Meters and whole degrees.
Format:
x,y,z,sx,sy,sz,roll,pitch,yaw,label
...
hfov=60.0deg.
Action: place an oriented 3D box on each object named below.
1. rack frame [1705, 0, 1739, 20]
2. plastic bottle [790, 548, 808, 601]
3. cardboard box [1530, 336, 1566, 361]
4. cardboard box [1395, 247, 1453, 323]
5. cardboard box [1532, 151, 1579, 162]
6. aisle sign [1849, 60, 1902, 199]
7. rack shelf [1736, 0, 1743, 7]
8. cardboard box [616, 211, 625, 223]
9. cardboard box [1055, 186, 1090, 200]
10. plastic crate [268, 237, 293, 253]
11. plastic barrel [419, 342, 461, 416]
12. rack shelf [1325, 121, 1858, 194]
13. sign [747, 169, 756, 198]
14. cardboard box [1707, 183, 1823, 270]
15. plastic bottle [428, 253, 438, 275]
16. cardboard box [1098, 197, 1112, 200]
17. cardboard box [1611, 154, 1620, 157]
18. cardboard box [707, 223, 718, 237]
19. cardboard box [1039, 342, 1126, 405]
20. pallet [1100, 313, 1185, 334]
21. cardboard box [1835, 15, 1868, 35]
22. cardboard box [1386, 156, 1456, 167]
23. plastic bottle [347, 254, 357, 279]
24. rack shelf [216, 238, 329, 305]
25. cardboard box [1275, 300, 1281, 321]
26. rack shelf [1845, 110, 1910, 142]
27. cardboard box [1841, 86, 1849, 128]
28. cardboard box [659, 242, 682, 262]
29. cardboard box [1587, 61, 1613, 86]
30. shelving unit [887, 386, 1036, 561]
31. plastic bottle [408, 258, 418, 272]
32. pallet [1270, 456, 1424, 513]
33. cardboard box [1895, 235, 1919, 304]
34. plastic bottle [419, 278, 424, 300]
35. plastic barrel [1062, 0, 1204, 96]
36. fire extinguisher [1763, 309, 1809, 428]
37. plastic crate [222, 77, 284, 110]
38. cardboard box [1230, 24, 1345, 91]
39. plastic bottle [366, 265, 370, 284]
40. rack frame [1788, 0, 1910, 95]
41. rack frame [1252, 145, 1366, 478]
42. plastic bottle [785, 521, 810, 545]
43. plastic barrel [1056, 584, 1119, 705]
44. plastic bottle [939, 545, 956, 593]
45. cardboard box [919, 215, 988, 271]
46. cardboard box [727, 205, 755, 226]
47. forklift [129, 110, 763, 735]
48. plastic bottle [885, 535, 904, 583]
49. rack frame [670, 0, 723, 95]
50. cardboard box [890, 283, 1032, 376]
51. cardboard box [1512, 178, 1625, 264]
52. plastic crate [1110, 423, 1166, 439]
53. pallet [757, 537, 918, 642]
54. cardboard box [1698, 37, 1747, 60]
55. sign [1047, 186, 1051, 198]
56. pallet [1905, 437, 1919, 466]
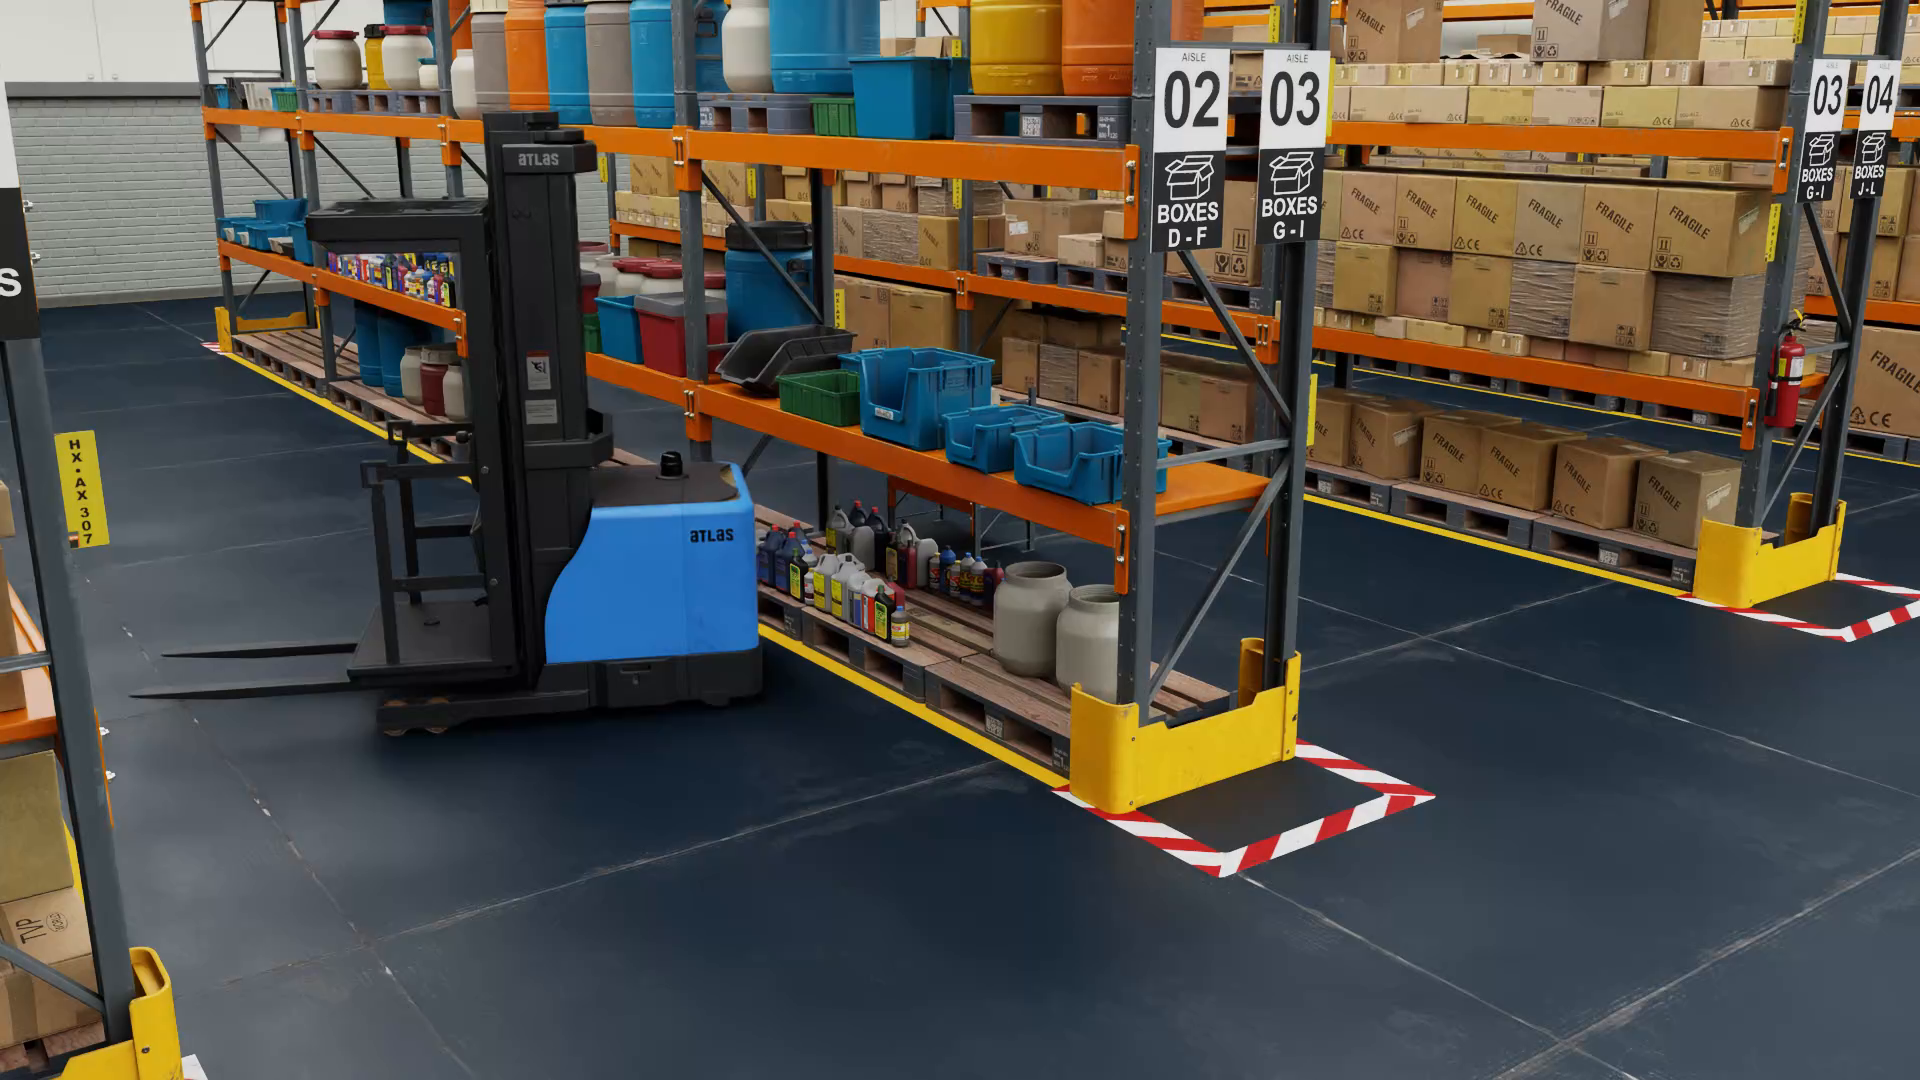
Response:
x,y,z,sx,sy,sz,roll,pitch,yaw,label
6.847,-5.631,15.105,1.000,3.000,0.127,-11,19,-35,rack frame
-0.918,0.196,9.490,0.061,0.283,0.133,-10,18,-32,plastic bottle
4.044,-1.307,11.147,0.380,0.149,0.250,-11,19,-35,cardboard box
3.631,-1.872,11.981,0.875,0.500,0.500,-11,19,-35,cardboard box
7.924,-4.982,22.014,0.500,0.500,0.500,-11,19,-36,cardboard box
5.406,-2.423,9.821,0.394,0.787,0.004,-11,19,-35,aisle sign
8.023,-4.664,13.693,1.077,0.370,4.000,-11,19,-35,rack shelf
-4.339,-4.304,22.094,0.380,0.149,0.250,-11,19,-34,cardboard box
1.630,-4.697,22.303,0.500,0.500,0.500,-11,19,-34,cardboard box
-7.202,-3.156,17.811,0.293,0.136,0.466,-11,19,-35,plastic crate
-4.548,-1.457,14.991,0.600,0.588,0.708,-11,19,-35,plastic barrel
3.951,-2.662,11.302,1.077,0.370,4.000,-11,19,-35,rack shelf
-2.377,-4.067,18.964,0.100,0.325,0.005,-11,19,-35,sign
5.024,-1.969,10.442,0.500,0.500,0.500,-11,19,-35,cardboard box
-4.941,-2.595,15.620,0.097,0.271,0.097,0,15,0,plastic bottle
2.002,-4.372,21.548,0.380,0.149,0.250,-12,19,-37,cardboard box
10.508,-6.009,26.866,0.700,0.500,0.500,-11,19,-34,cardboard box
-2.826,-3.756,20.092,0.380,0.149,0.250,-10,18,-34,cardboard box
1.170,-1.594,15.619,0.700,0.500,0.500,-13,20,-39,cardboard box
2.602,-2.935,21.900,1.003,0.211,1.213,-11,19,-35,pallet
7.535,-4.297,13.891,0.380,0.149,0.250,-11,19,-35,cardboard box
5.049,-3.917,18.123,0.700,0.500,0.500,-11,19,-35,cardboard box
-5.710,-2.602,15.644,0.097,0.271,0.097,0,15,0,plastic bottle
-7.111,-3.009,18.251,1.077,0.370,4.000,-11,19,-35,rack shelf
2.658,-1.776,12.858,0.380,0.149,0.250,-11,19,-35,cardboard box
9.615,-5.055,20.043,1.077,0.370,4.000,-11,19,-35,rack shelf
5.053,-2.653,10.189,0.500,0.250,0.500,-10,18,-33,cardboard box
-3.304,-3.411,21.586,0.875,0.875,0.875,-11,19,-35,cardboard box
4.192,-2.950,10.520,0.380,0.149,0.250,-11,19,-34,cardboard box
-0.004,-0.544,11.433,0.538,1.125,1.048,-11,19,-35,shelving unit
-4.830,-2.345,14.682,0.061,0.283,0.133,-11,19,-35,plastic bottle
3.199,-0.507,13.027,1.003,0.211,1.213,-11,19,-35,pallet
8.375,-2.281,13.945,0.875,0.550,0.550,-11,19,-35,cardboard box
-4.526,-2.138,14.083,0.097,0.201,0.097,0,15,0,plastic bottle
0.732,-2.307,7.032,0.600,0.830,0.708,-11,19,-35,plastic barrel
4.822,-1.002,9.702,0.296,0.674,0.183,-11,19,-35,fire extinguisher
-7.611,-4.831,17.981,0.504,0.338,0.767,-11,19,-35,plastic crate
2.579,-3.804,13.121,0.797,0.503,0.637,-12,19,-37,cardboard box
-5.380,-2.449,15.216,0.097,0.201,0.097,0,15,0,plastic bottle
5.127,-4.029,9.250,1.000,3.000,0.127,-11,19,-35,rack frame
2.775,-1.990,13.163,1.000,3.000,0.127,-11,19,-35,rack frame
-0.976,0.059,9.863,0.144,0.351,0.185,-11,19,-35,plastic bottle
0.672,0.502,7.977,0.421,0.512,0.421,0,15,0,plastic barrel
-0.073,0.164,9.630,0.097,0.271,0.097,0,15,0,plastic bottle
-0.067,-2.959,16.515,0.500,0.500,0.500,-10,18,-33,cardboard box
-2.400,-3.822,19.581,0.500,0.250,0.500,-11,19,-36,cardboard box
-2.578,-0.614,8.267,3.031,2.935,1.130,-3,16,-11,forklift
-0.384,0.101,9.836,0.061,0.283,0.133,-11,19,-35,plastic bottle
-1.231,-4.114,9.562,1.000,3.000,0.127,-11,19,-35,rack frame
0.034,-2.172,17.059,1.225,0.875,0.875,-12,19,-37,cardboard box
4.013,-2.101,10.925,0.500,0.500,0.500,-11,19,-35,cardboard box
0.855,-0.480,8.149,0.298,0.136,0.250,-11,19,-35,plastic crate
-0.870,0.274,10.175,1.003,0.211,1.213,-11,19,-35,pallet
6.908,-4.359,14.873,0.500,0.250,0.500,-11,19,-34,cardboard box
0.857,-3.450,16.457,0.100,0.325,0.005,-11,19,-35,sign
8.665,-0.697,13.724,1.003,0.211,1.213,-11,19,-35,pallet
